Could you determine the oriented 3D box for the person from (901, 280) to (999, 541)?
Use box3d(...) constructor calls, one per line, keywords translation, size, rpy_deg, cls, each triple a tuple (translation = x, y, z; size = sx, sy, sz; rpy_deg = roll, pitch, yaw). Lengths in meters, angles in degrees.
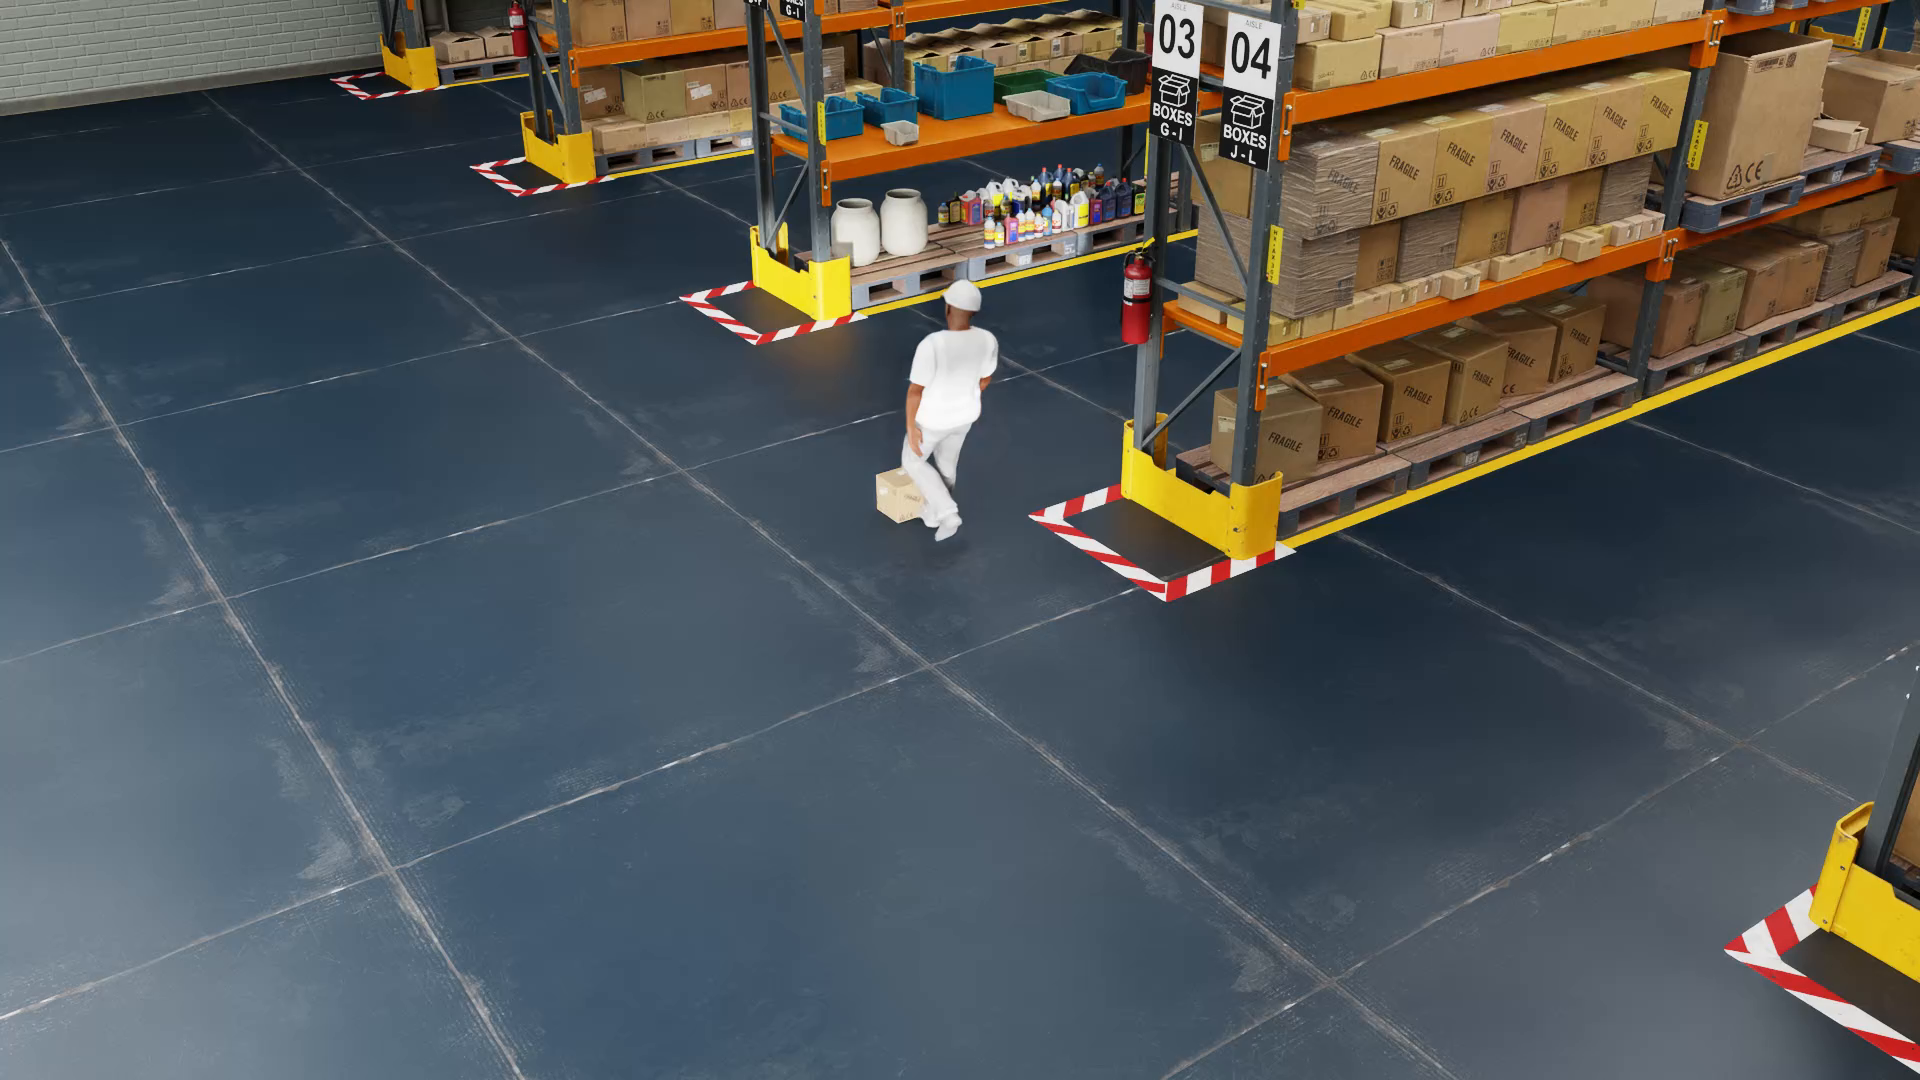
box3d(translation=(-0.141, -0.801, 10.101), size=(0.619, 1.724, 0.756), rpy_deg=(-15, 32, -25), cls="person")
